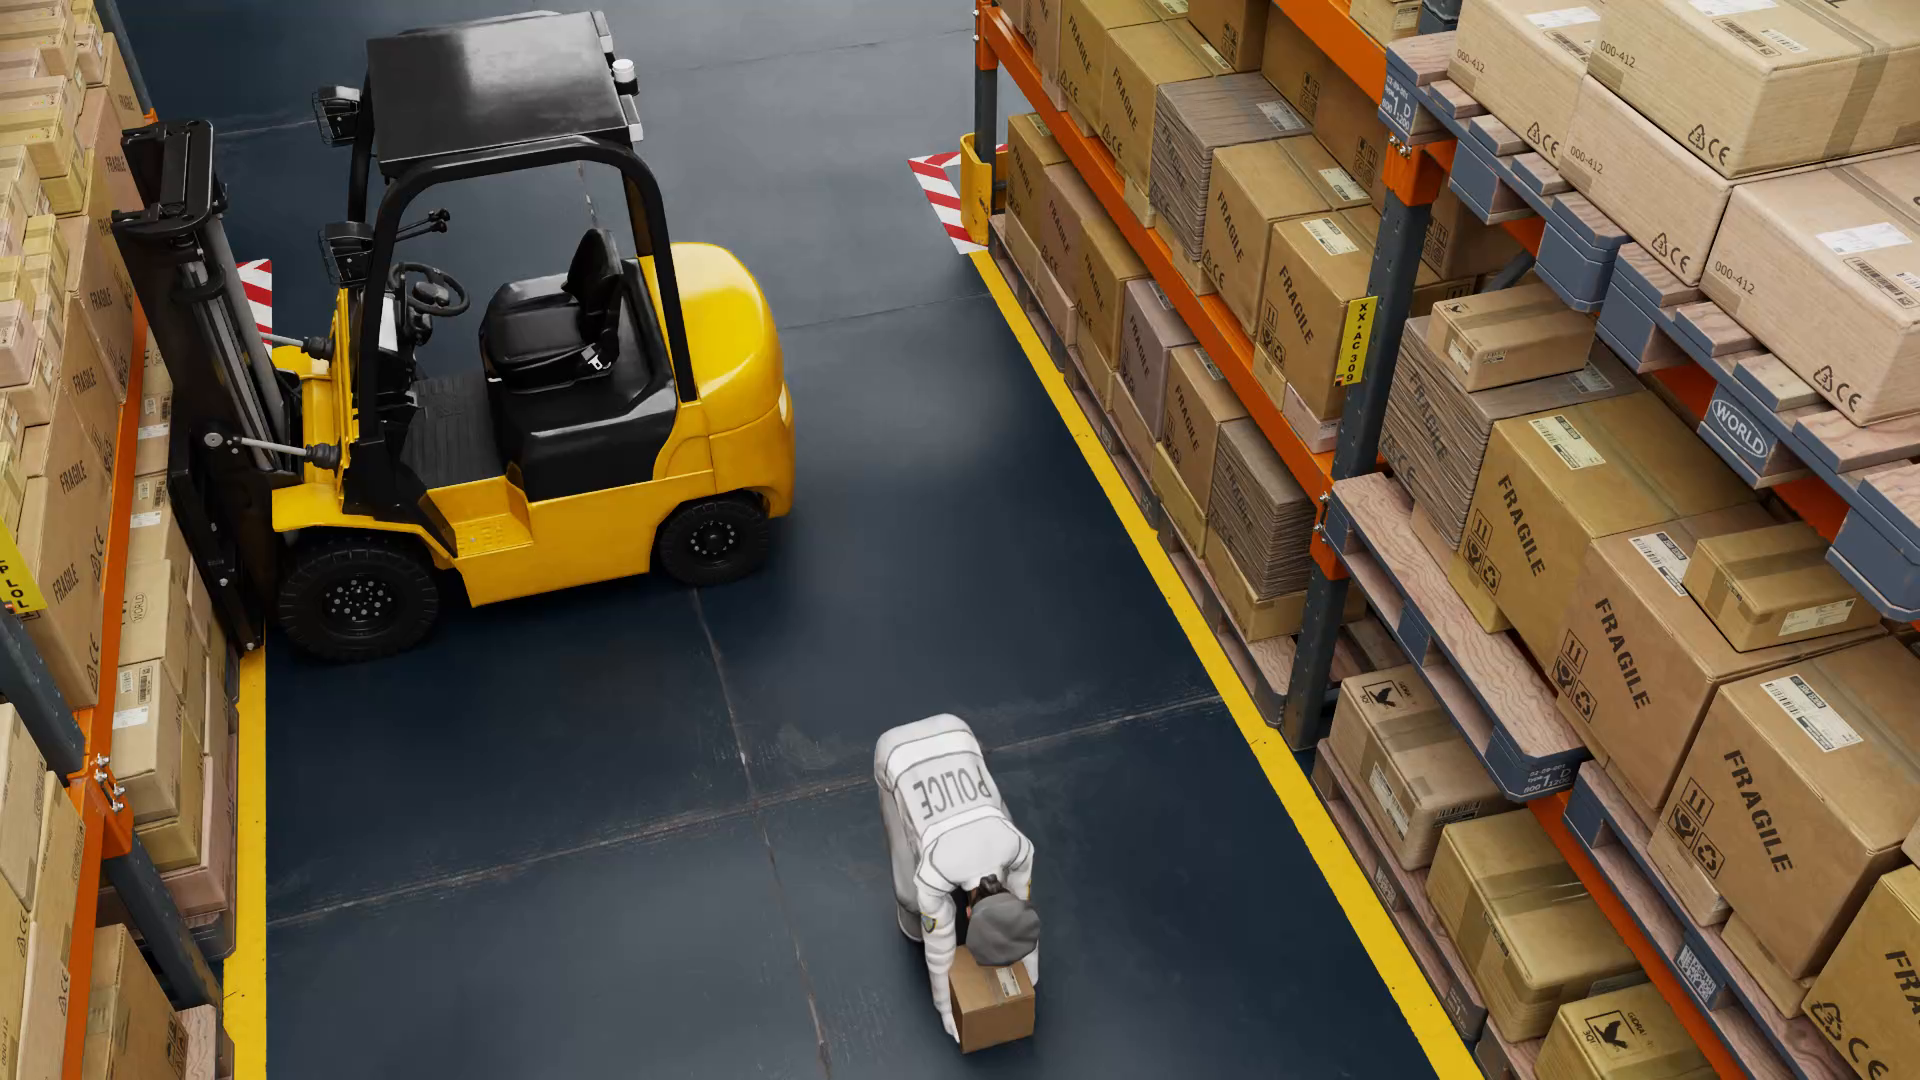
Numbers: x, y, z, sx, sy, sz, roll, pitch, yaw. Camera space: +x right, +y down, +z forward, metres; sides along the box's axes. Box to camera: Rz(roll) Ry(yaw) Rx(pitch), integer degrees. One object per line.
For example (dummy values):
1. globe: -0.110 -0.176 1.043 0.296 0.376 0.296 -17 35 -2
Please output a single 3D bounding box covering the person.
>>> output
1. person: -0.041 0.672 5.425 0.530 1.661 0.376 -14 44 -15
